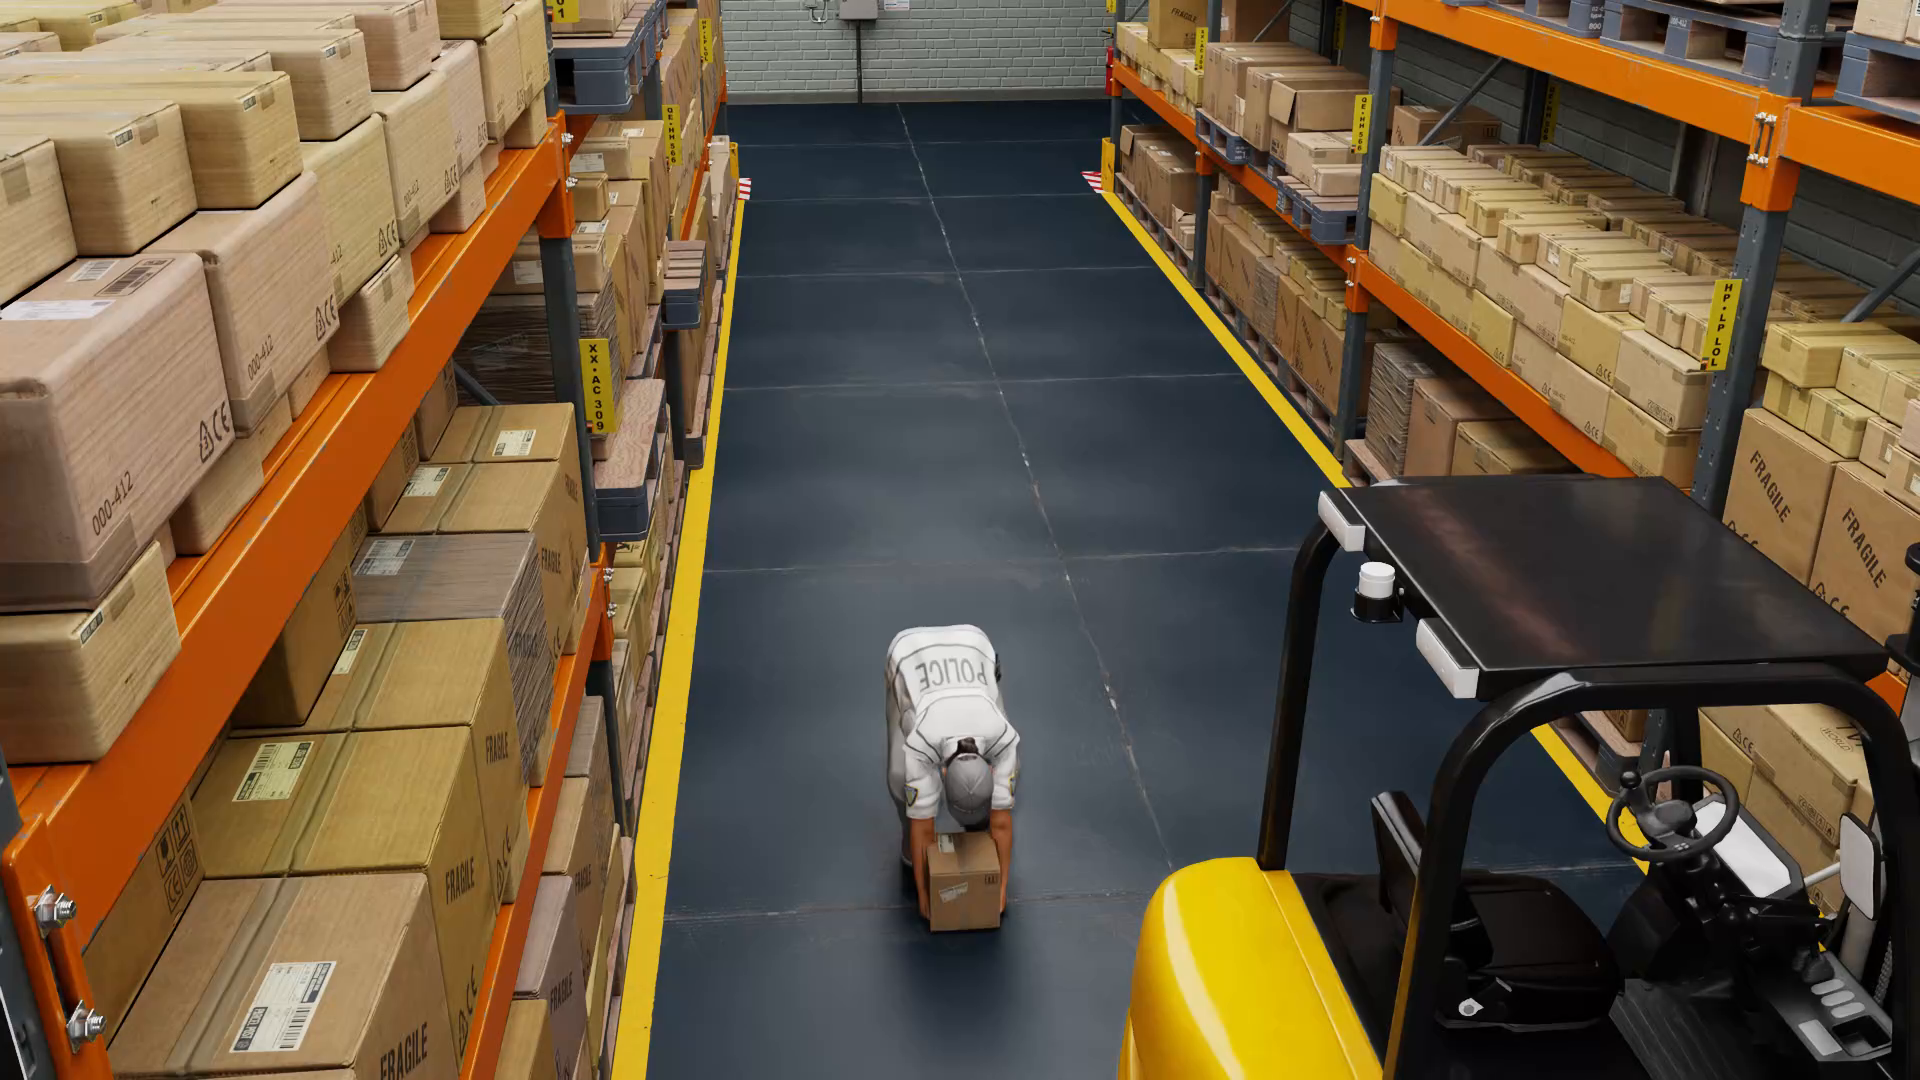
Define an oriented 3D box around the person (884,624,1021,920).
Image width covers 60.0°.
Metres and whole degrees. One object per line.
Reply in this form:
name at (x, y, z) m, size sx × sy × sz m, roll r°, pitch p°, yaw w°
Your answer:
person at (-0.027, 0.836, 6.195) m, size 0.502 × 0.875 × 0.937 m, roll -3°, pitch 24°, yaw -7°
